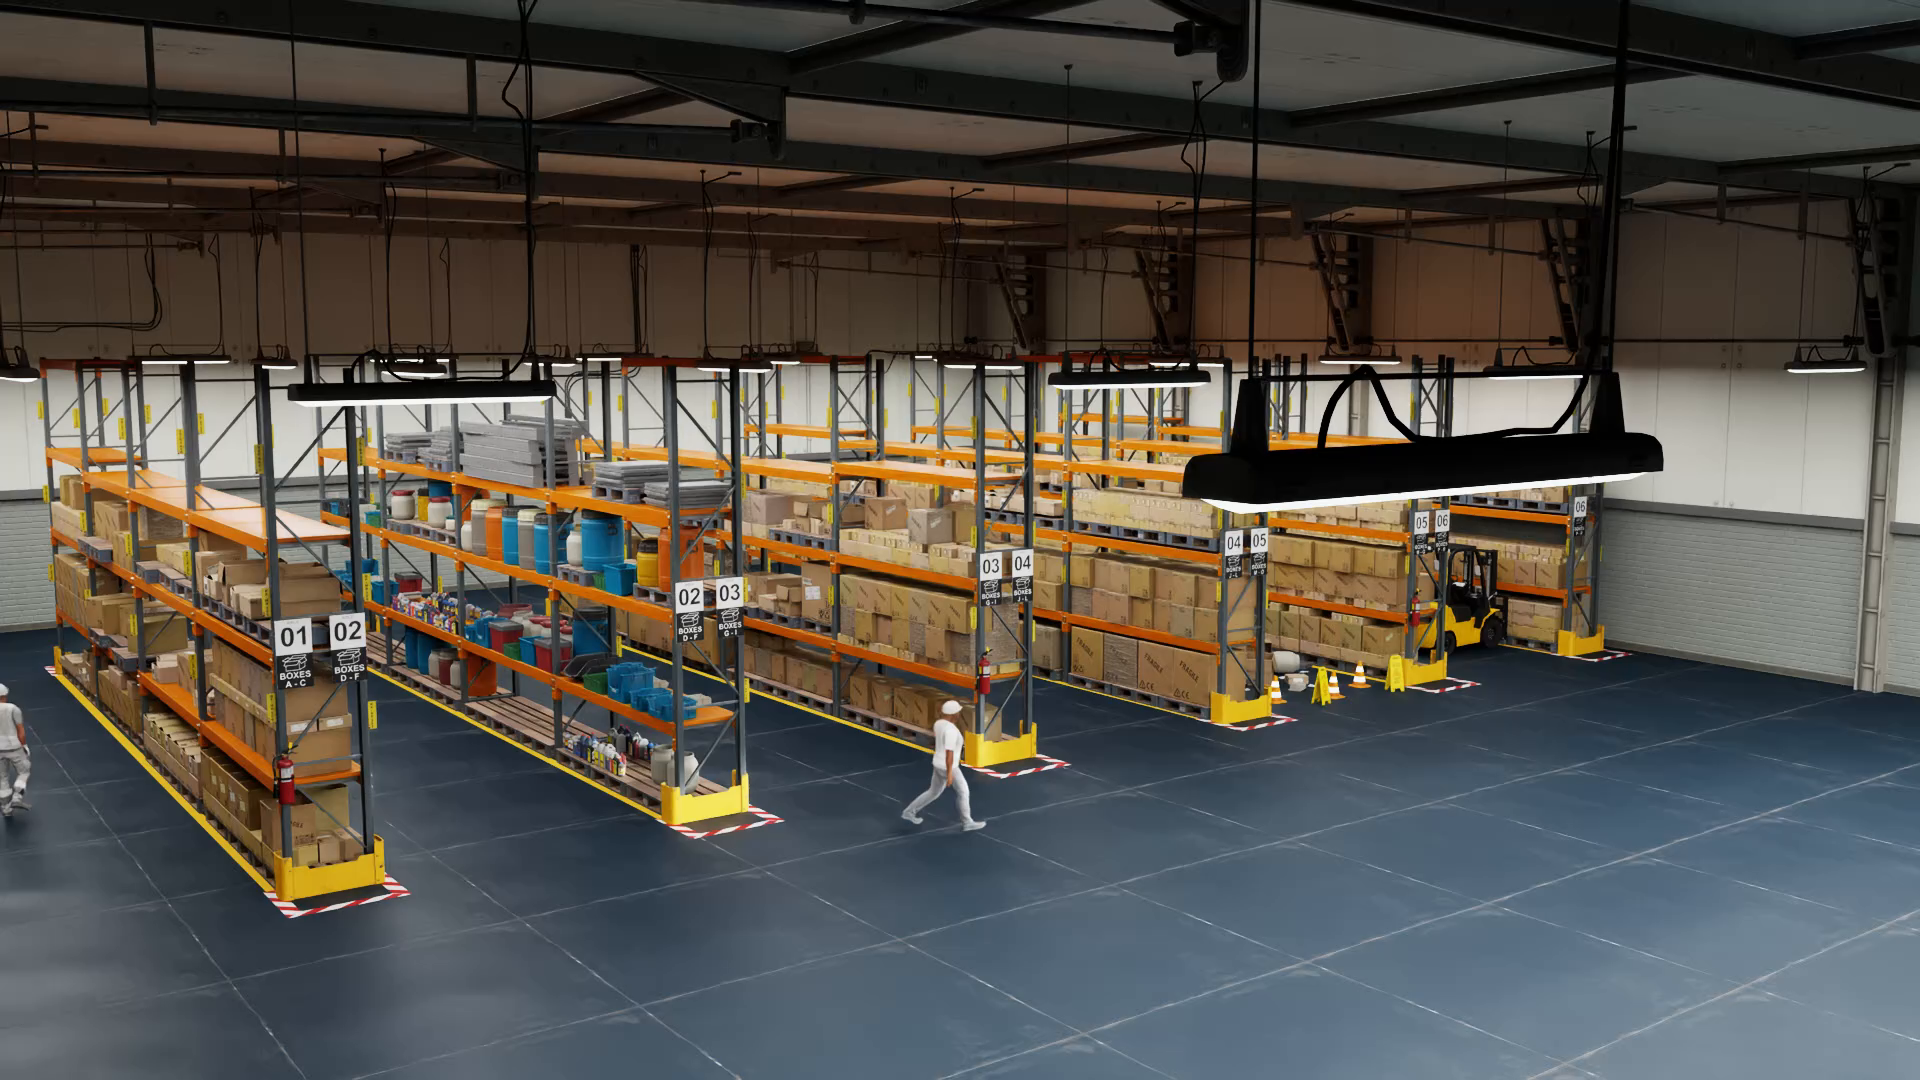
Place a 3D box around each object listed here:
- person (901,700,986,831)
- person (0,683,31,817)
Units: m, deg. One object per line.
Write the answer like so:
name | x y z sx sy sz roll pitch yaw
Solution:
person | -0.216 2.911 21.468 1.081 1.719 0.579 -1 7 -11
person | -12.686 2.800 22.094 0.581 1.783 0.530 -2 7 -16
